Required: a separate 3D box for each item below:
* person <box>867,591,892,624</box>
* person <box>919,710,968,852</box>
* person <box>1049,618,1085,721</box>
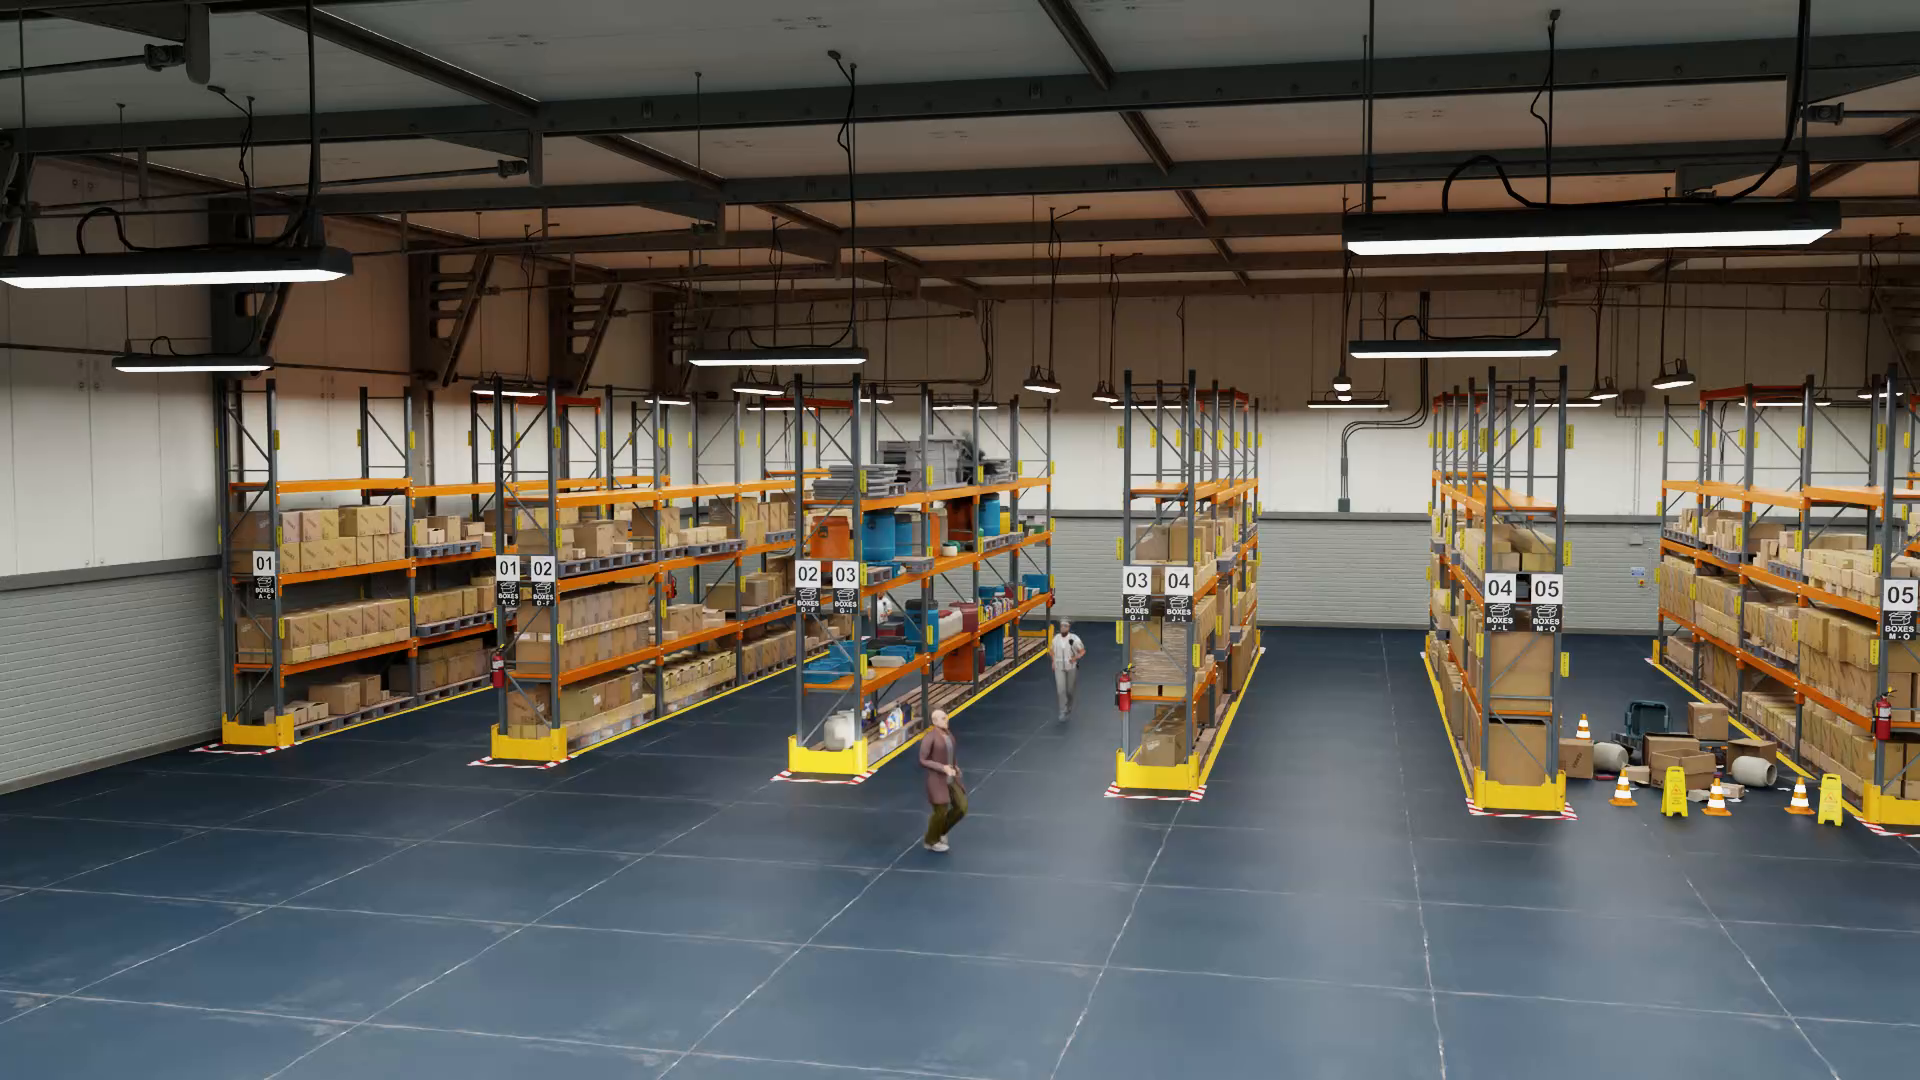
[{"bbox_3d":[-1.846,1.898,38.020,0.592,1.627,0.598,0,3,1],"label":"person"},{"bbox_3d":[-0.183,2.914,20.097,0.654,1.735,0.682,3,5,40],"label":"person"},{"bbox_3d":[1.887,2.274,29.482,0.655,1.783,0.775,1,4,12],"label":"person"}]
